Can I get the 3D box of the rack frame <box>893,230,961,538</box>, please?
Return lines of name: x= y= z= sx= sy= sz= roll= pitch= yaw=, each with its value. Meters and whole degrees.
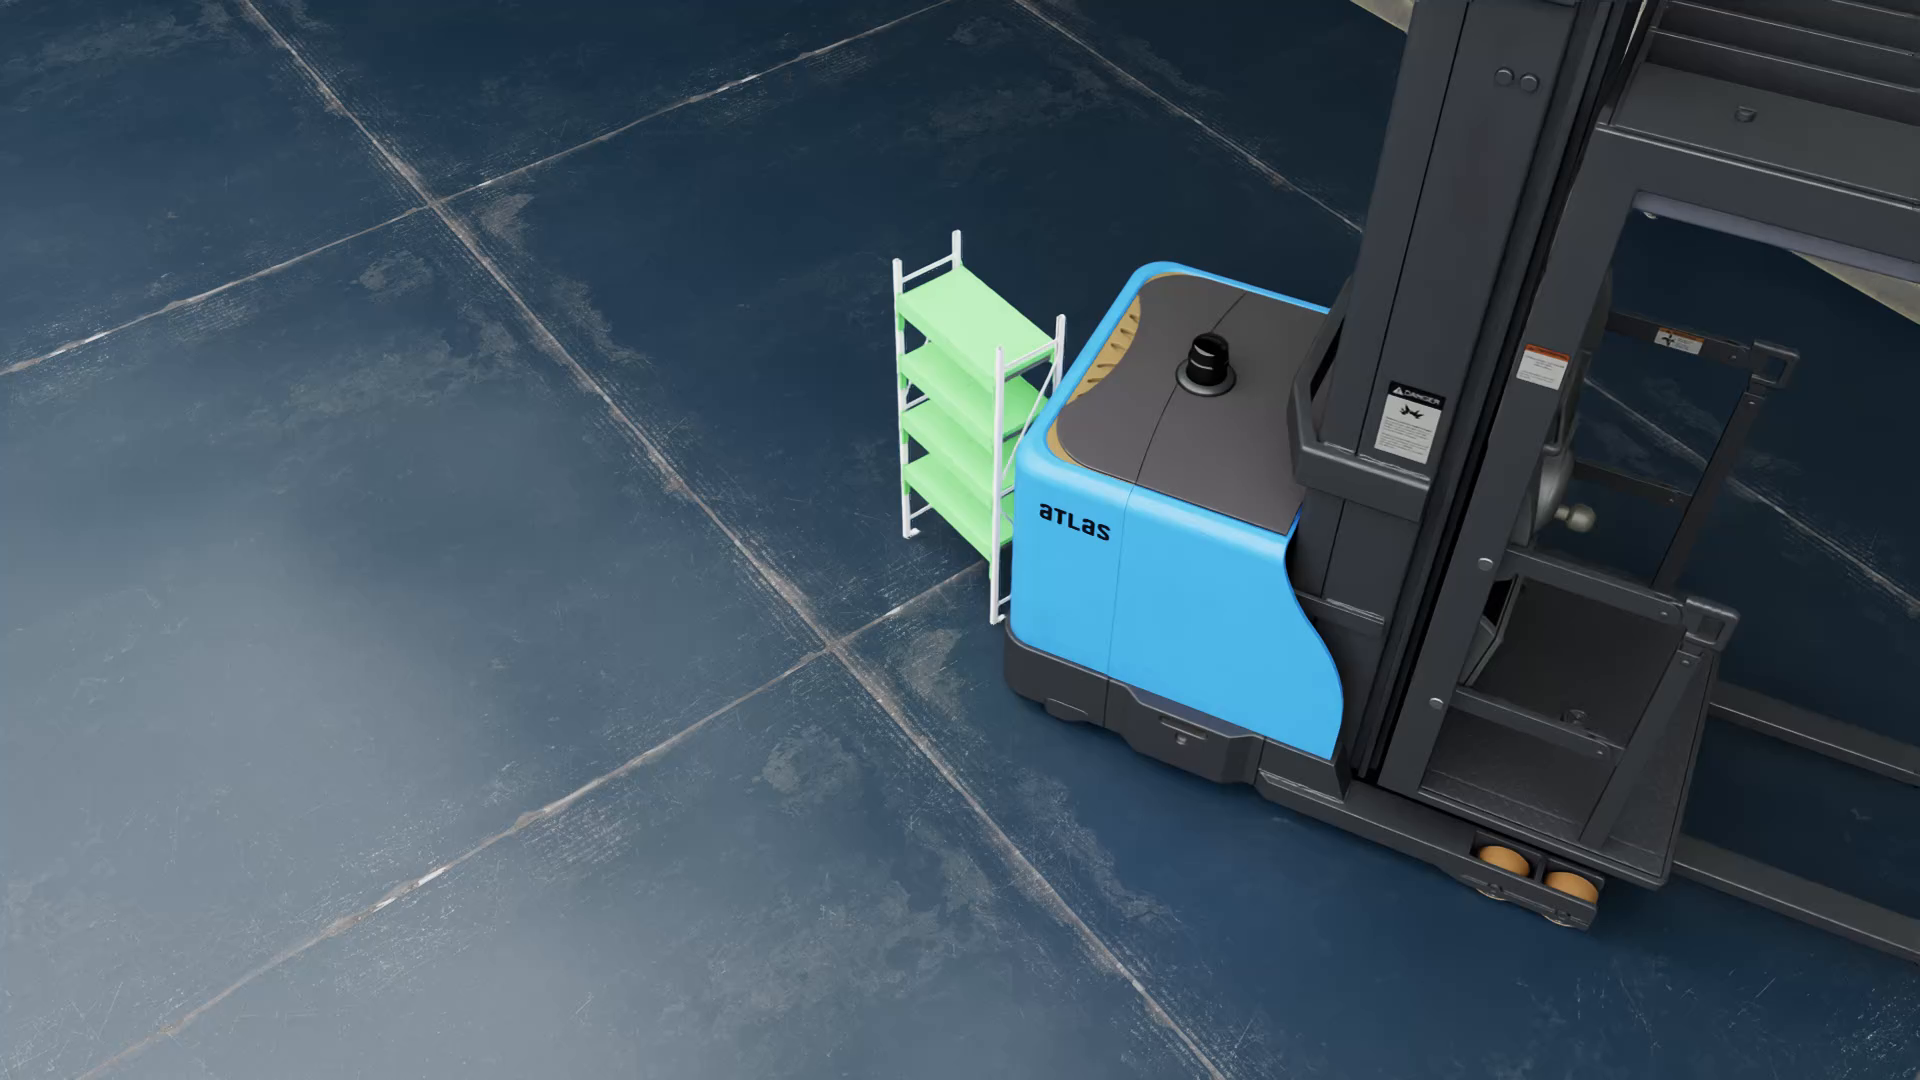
rack frame: x=-0.097 y=-0.466 z=5.363 sx=0.240 sy=1.200 sz=0.015 roll=-30 pitch=54 yaw=-24

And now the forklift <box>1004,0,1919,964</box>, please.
forklift: x=1.693 y=-0.336 z=4.076 sx=3.031 sy=2.935 sz=1.130 roll=20 pitch=51 yaw=17

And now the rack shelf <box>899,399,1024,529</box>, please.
rack shelf: x=0.051 y=-0.280 z=5.280 sx=0.258 sy=0.148 sz=0.480 roll=-30 pitch=54 yaw=-24

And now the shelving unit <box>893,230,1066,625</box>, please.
shelving unit: x=0.051 y=-0.322 z=5.232 sx=0.258 sy=1.200 sz=0.503 roll=-30 pitch=54 yaw=-24

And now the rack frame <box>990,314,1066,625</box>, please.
rack frame: x=0.199 y=-0.179 z=5.102 sx=0.240 sy=1.200 sz=0.015 roll=-30 pitch=54 yaw=-24

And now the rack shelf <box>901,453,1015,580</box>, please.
rack shelf: x=0.051 y=-0.118 z=5.458 sx=0.258 sy=0.148 sz=0.480 roll=-30 pitch=54 yaw=-24

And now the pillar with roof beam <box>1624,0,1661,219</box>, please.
pillar with roof beam: x=-0.516 y=-2.618 z=2.049 sx=9.100 sy=9.000 sz=0.400 roll=-29 pitch=54 yaw=-24

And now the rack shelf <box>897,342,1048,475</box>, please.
rack shelf: x=0.051 y=-0.441 z=5.102 sx=0.258 sy=0.148 sz=0.480 roll=-30 pitch=54 yaw=-24

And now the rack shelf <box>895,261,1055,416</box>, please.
rack shelf: x=0.051 y=-0.602 z=4.924 sx=0.258 sy=0.148 sz=0.480 roll=-30 pitch=54 yaw=-24
